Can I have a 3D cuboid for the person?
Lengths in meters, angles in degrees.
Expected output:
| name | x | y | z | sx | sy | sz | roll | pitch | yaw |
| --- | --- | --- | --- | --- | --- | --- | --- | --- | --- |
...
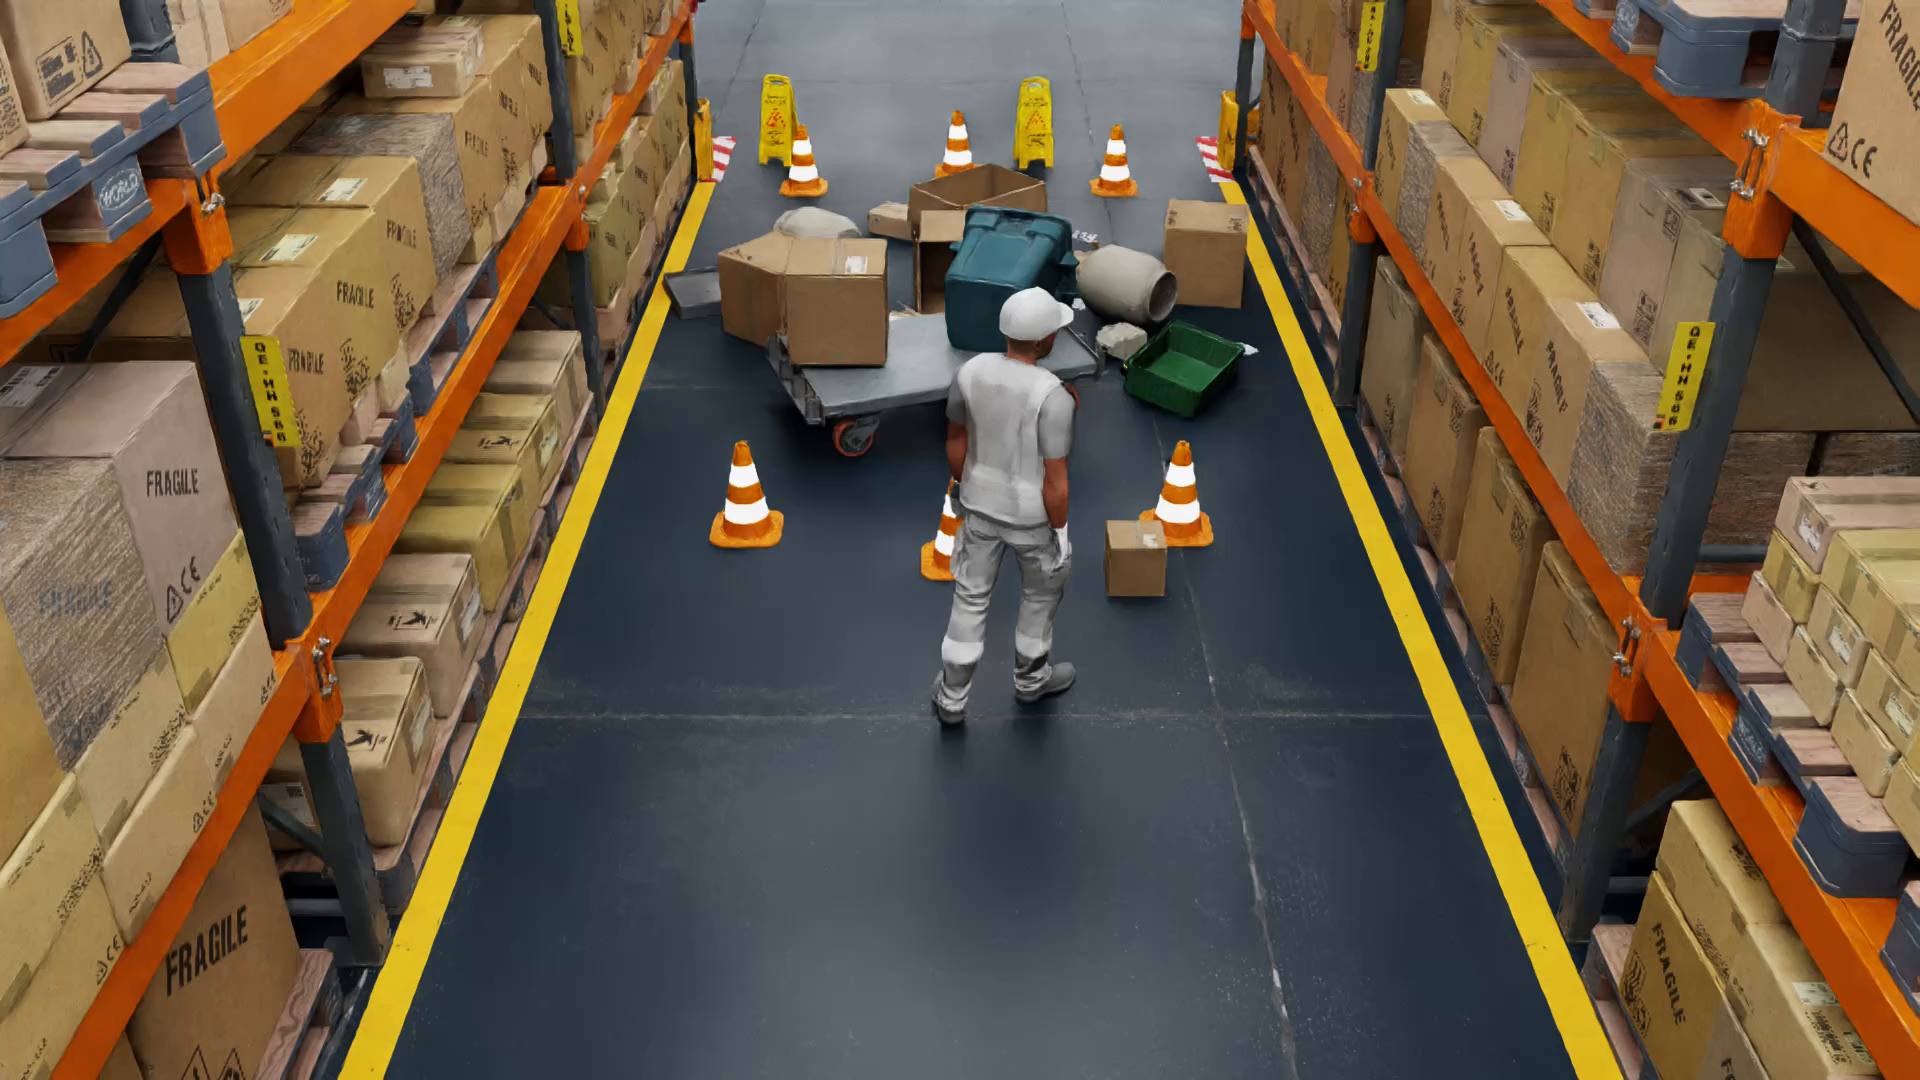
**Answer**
| name | x | y | z | sx | sy | sz | roll | pitch | yaw |
| --- | --- | --- | --- | --- | --- | --- | --- | --- | --- |
| person | 0.188 | -0.114 | 6.296 | 0.581 | 1.788 | 0.600 | 17 | 35 | 25 |
